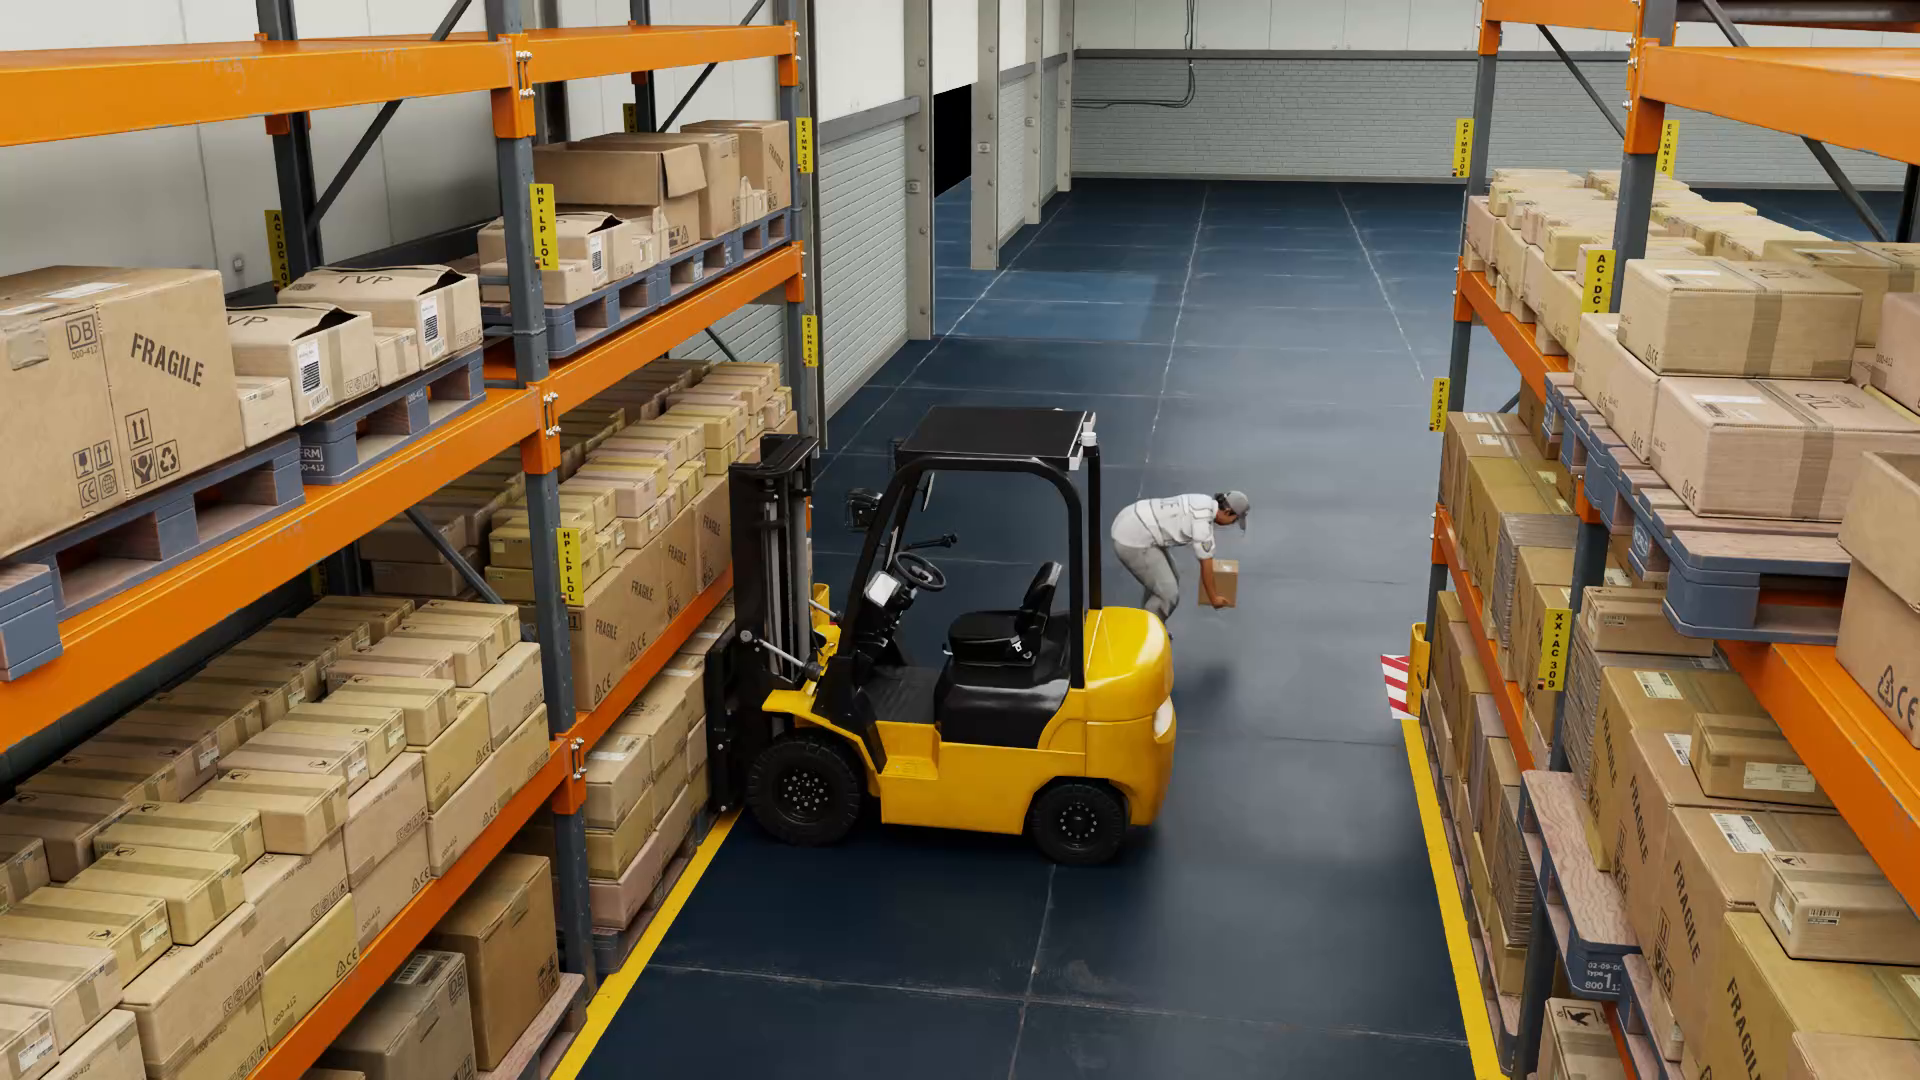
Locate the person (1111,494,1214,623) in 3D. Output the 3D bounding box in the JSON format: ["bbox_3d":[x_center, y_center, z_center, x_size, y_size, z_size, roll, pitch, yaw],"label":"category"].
[{"bbox_3d":[1.363,0.183,11.309,0.683,1.029,0.495,2,18,6],"label":"person"}]
